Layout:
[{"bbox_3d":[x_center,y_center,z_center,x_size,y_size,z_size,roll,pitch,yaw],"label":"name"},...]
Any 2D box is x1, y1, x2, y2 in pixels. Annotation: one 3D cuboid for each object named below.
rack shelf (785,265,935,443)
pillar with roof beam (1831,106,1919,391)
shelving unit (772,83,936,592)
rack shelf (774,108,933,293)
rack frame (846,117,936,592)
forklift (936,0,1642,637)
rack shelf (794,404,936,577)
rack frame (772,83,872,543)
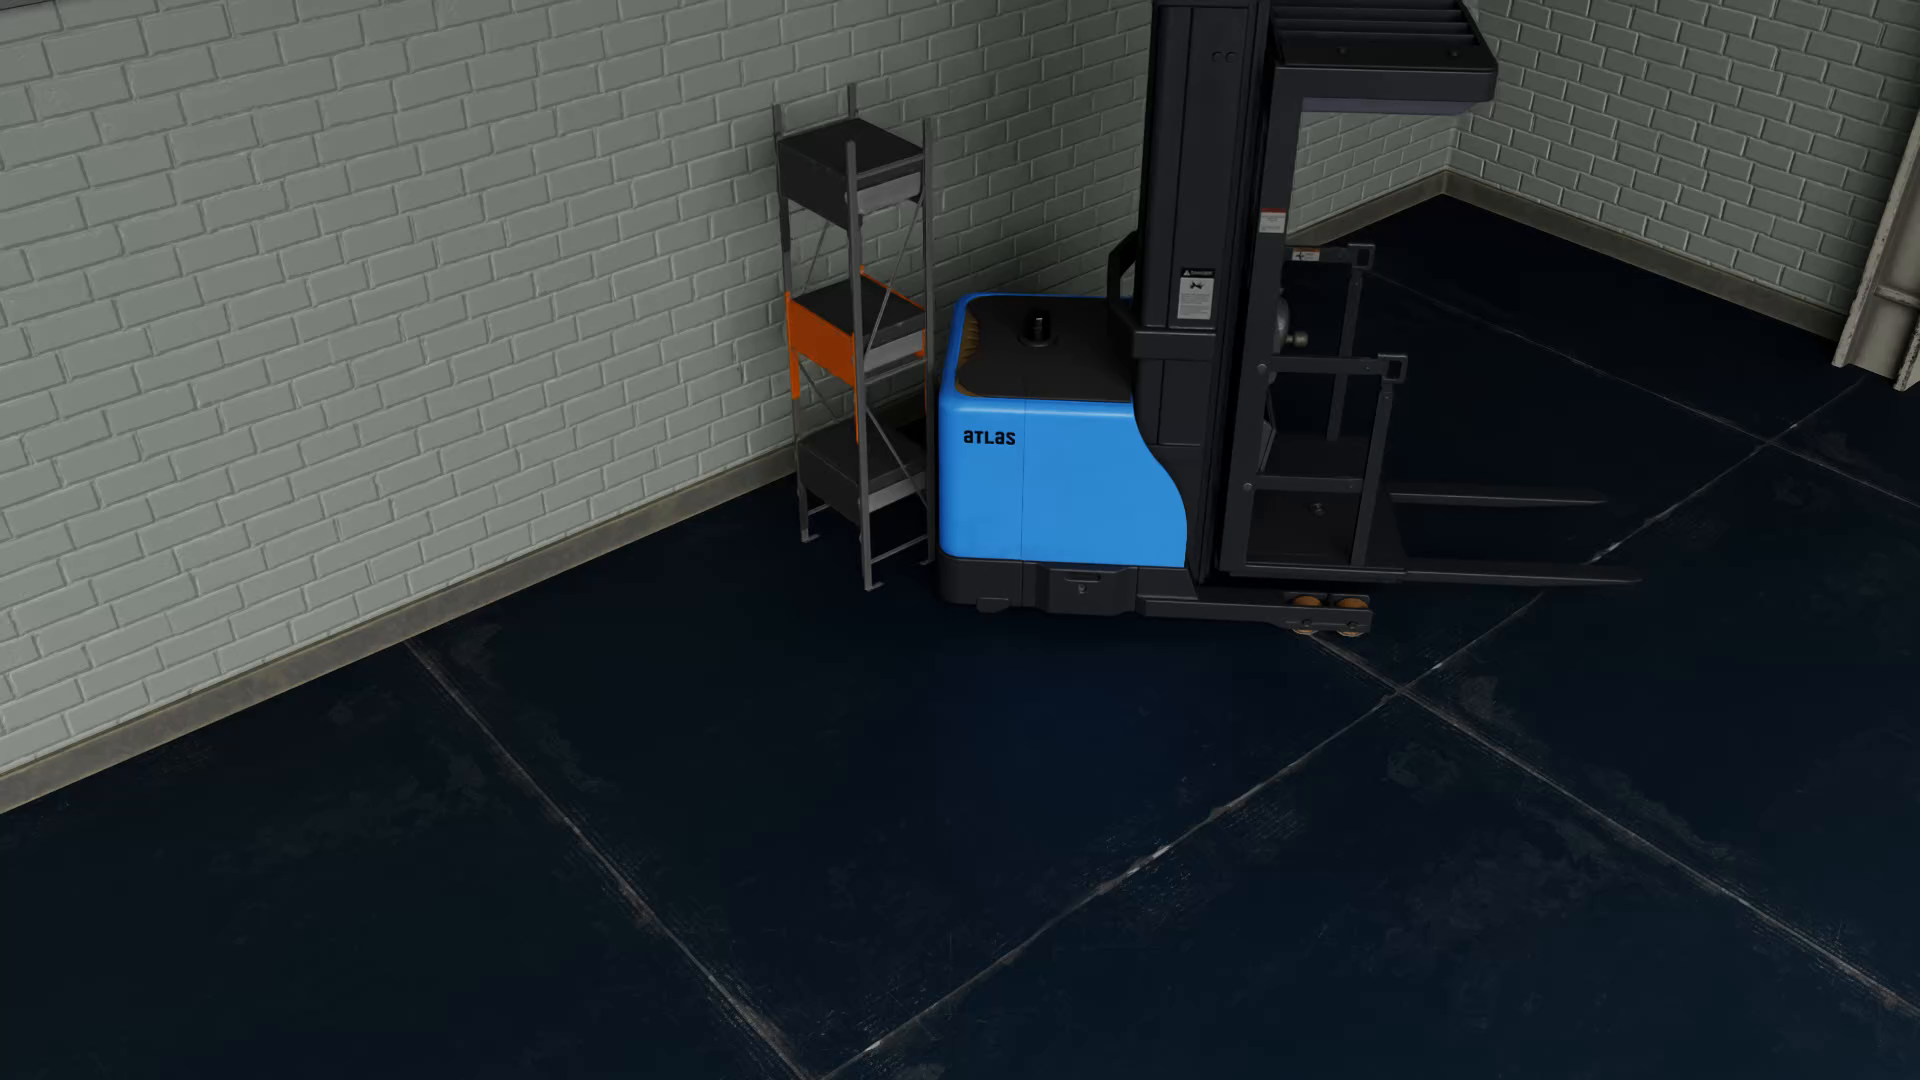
[{"bbox_3d":[-0.424,-0.798,7.084,0.431,0.518,0.480,-25,43,-31],"label":"rack shelf"},{"bbox_3d":[1.727,-3.002,4.203,9.100,9.000,0.400,-26,43,-32],"label":"pillar with roof beam"},{"bbox_3d":[-0.424,-0.809,7.076,0.431,2.100,0.503,-25,43,-31],"label":"shelving unit"},{"bbox_3d":[-0.424,-1.370,6.679,0.431,0.518,0.480,-25,43,-31],"label":"rack shelf"},{"bbox_3d":[-0.269,-0.701,6.923,0.400,2.100,0.015,-25,43,-31],"label":"rack frame"},{"bbox_3d":[1.440,-1.101,6.768,3.031,2.935,1.130,2,35,4],"label":"forklift"},{"bbox_3d":[-0.424,-0.227,7.489,0.431,0.518,0.480,-25,43,-31],"label":"rack shelf"},{"bbox_3d":[-0.580,-0.918,7.230,0.400,2.100,0.015,-25,43,-31],"label":"rack frame"}]
